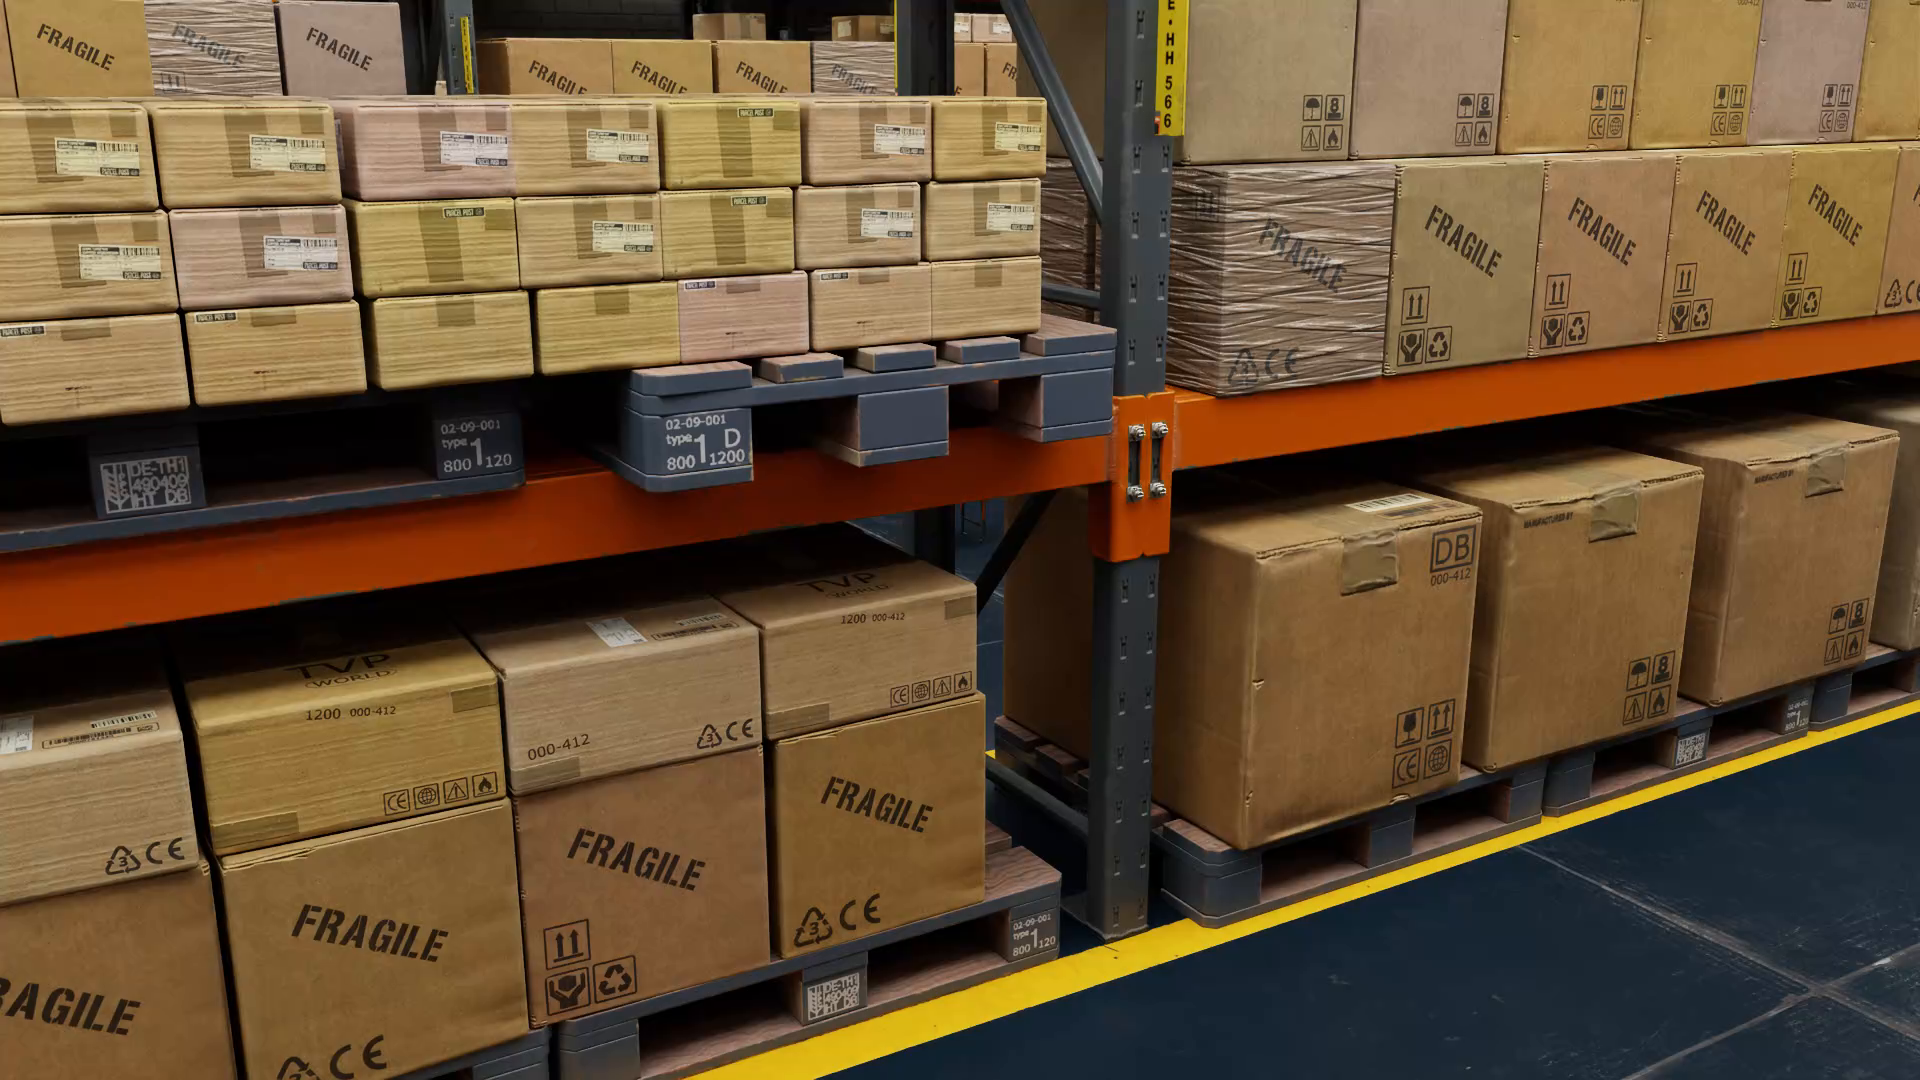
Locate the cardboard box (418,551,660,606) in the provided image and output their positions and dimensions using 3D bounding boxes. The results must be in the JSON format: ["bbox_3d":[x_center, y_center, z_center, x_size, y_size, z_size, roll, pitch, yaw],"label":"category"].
[{"bbox_3d":[-1.005,0.148,3.790,0.500,0.250,0.500,-9,18,-30],"label":"cardboard box"}]

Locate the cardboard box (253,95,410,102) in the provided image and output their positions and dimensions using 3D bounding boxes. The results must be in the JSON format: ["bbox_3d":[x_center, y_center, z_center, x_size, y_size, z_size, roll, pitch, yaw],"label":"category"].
[{"bbox_3d":[-1.250,-0.806,3.312,0.250,0.149,0.380,-8,18,-27],"label":"cardboard box"}]

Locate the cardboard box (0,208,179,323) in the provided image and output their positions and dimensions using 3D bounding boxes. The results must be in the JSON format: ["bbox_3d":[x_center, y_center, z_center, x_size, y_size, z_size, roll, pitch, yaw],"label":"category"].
[{"bbox_3d":[-1.369,-0.438,2.551,0.250,0.149,0.380,-10,18,-31],"label":"cardboard box"}]

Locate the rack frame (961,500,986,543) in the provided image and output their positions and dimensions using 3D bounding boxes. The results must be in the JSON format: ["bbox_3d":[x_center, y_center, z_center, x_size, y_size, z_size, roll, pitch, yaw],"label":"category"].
[{"bbox_3d":[0.059,-0.515,7.302,0.008,1.050,0.200,-9,18,-30],"label":"rack frame"}]

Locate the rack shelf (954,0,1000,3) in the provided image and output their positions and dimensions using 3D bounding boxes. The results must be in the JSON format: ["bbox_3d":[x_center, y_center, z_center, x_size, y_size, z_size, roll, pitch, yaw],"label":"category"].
[{"bbox_3d":[0.093,-4.814,14.802,4.000,0.370,1.077,-9,18,-30],"label":"rack shelf"}]

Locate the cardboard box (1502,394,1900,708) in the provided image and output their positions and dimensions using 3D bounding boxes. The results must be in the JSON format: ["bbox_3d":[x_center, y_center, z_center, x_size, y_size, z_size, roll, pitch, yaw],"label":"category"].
[{"bbox_3d":[2.260,-0.038,5.377,0.750,0.750,1.050,-9,18,-30],"label":"cardboard box"}]

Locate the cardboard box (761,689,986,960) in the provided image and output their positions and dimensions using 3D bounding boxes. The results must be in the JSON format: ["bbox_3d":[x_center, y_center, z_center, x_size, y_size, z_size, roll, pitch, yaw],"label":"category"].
[{"bbox_3d":[-0.284,0.550,3.743,0.500,0.500,0.500,-9,18,-30],"label":"cardboard box"}]

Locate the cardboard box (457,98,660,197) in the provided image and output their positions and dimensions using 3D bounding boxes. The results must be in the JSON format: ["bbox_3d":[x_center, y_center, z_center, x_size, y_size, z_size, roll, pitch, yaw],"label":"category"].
[{"bbox_3d":[-0.707,-0.688,2.892,0.250,0.149,0.380,-9,18,-28],"label":"cardboard box"}]

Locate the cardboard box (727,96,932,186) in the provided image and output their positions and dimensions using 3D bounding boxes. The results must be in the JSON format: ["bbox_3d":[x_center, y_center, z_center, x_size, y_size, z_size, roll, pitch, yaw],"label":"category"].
[{"bbox_3d":[-0.255,-0.762,3.157,0.250,0.149,0.380,-9,18,-30],"label":"cardboard box"}]

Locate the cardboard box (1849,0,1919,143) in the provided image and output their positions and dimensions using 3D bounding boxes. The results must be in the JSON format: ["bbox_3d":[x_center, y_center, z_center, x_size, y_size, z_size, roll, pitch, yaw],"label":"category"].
[{"bbox_3d":[2.712,-1.546,5.331,0.500,0.500,0.700,-10,18,-31],"label":"cardboard box"}]

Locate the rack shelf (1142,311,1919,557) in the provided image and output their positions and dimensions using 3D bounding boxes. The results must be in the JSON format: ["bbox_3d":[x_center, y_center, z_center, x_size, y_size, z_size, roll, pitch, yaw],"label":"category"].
[{"bbox_3d":[1.860,-0.535,5.093,4.000,0.370,1.077,-9,18,-30],"label":"rack shelf"}]

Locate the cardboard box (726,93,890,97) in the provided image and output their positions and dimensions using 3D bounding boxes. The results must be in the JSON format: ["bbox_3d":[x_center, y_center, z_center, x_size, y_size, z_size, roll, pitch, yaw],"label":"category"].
[{"bbox_3d":[-0.354,-0.951,3.830,0.250,0.149,0.380,-9,18,-30],"label":"cardboard box"}]

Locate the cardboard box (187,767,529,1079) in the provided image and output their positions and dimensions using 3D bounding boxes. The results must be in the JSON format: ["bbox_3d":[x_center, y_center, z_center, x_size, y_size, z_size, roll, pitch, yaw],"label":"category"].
[{"bbox_3d":[-1.176,0.699,3.213,0.500,0.500,0.500,-10,19,-32],"label":"cardboard box"}]

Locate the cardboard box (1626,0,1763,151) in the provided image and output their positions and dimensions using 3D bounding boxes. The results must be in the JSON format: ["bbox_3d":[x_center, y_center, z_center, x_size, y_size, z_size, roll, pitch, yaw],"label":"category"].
[{"bbox_3d":[1.845,-1.406,4.832,0.500,0.500,0.700,-9,18,-30],"label":"cardboard box"}]

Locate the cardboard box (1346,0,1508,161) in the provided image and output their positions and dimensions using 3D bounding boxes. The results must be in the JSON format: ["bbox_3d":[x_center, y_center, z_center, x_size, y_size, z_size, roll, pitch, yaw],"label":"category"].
[{"bbox_3d":[0.968,-1.263,4.322,0.500,0.500,0.700,-10,18,-31],"label":"cardboard box"}]

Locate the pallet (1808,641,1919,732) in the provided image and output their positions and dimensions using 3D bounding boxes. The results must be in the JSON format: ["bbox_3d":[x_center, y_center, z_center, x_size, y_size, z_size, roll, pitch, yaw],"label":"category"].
[{"bbox_3d":[2.952,0.308,5.919,1.213,0.211,1.003,-9,18,-30],"label":"pallet"}]

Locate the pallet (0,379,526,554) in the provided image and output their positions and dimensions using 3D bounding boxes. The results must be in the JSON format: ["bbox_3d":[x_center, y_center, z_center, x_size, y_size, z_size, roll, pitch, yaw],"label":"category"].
[{"bbox_3d":[-1.530,-0.226,3.015,1.213,0.211,1.003,-9,18,-30],"label":"pallet"}]

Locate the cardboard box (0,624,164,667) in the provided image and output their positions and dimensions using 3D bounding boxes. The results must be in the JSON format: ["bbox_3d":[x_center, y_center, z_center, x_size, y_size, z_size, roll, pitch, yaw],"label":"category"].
[{"bbox_3d":[-1.882,0.286,3.296,0.500,0.250,0.500,-10,19,-32],"label":"cardboard box"}]

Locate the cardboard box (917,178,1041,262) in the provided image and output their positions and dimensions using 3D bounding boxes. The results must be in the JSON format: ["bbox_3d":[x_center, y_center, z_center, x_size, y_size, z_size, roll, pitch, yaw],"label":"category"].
[{"bbox_3d":[-0.044,-0.654,3.320,0.250,0.149,0.380,-9,18,-29],"label":"cardboard box"}]

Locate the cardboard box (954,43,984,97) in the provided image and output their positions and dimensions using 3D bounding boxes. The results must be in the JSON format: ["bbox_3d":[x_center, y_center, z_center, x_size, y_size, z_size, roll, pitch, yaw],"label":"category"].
[{"bbox_3d":[-0.209,-2.427,8.997,0.500,0.500,0.500,-9,18,-28],"label":"cardboard box"}]

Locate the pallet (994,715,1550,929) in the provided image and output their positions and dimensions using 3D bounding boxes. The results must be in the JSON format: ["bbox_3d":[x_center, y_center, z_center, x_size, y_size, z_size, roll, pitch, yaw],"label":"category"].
[{"bbox_3d":[0.860,0.647,4.709,1.213,0.211,1.003,-9,18,-30],"label":"pallet"}]

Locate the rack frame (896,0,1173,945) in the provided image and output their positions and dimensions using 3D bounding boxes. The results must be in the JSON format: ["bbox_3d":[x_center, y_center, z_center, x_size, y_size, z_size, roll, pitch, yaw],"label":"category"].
[{"bbox_3d":[0.145,-0.603,4.004,0.127,3.000,1.000,-9,18,-30],"label":"rack frame"}]

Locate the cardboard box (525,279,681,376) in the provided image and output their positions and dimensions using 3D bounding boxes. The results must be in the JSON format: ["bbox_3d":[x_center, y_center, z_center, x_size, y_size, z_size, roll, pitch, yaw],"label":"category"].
[{"bbox_3d":[-0.690,-0.406,2.987,0.250,0.149,0.380,-9,18,-30],"label":"cardboard box"}]

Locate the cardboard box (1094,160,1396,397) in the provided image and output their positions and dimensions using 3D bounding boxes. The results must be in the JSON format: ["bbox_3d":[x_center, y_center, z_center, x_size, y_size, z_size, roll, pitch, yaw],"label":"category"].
[{"bbox_3d":[0.669,-0.651,3.990,0.500,0.500,0.500,-9,18,-29],"label":"cardboard box"}]

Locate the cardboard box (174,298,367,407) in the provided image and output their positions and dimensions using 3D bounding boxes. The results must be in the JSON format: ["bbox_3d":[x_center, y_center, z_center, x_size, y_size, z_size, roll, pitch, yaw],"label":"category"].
[{"bbox_3d":[-1.143,-0.332,2.726,0.250,0.149,0.380,-9,18,-28],"label":"cardboard box"}]

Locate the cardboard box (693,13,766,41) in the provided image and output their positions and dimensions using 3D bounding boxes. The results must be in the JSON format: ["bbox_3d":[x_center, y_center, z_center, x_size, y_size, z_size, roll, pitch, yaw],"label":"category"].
[{"bbox_3d":[-1.233,-2.733,8.886,0.250,0.149,0.380,-10,19,-32],"label":"cardboard box"}]

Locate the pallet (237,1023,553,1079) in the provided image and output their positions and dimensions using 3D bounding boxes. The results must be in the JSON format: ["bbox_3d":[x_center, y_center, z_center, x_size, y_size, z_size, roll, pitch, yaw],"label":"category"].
[{"bbox_3d":[-1.570,1.016,3.393,1.213,0.211,1.003,-9,18,-30],"label":"pallet"}]

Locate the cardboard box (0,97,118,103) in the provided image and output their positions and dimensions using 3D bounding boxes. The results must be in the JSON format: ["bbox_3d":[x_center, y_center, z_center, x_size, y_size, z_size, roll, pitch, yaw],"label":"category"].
[{"bbox_3d":[-1.692,-0.735,3.058,0.250,0.149,0.380,-10,18,-30],"label":"cardboard box"}]

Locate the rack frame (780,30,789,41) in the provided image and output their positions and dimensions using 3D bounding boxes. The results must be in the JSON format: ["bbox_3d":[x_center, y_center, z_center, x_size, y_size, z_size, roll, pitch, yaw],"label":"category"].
[{"bbox_3d":[-1.621,-3.438,14.118,0.127,3.000,1.000,-9,18,-30],"label":"rack frame"}]

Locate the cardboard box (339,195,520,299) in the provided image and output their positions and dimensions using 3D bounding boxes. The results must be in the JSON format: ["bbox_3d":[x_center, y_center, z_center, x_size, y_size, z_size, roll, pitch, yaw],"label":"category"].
[{"bbox_3d":[-0.925,-0.510,2.809,0.250,0.149,0.380,-9,18,-30],"label":"cardboard box"}]

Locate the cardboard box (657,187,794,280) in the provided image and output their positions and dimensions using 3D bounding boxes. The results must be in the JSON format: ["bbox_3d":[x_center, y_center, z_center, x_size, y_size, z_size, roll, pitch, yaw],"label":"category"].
[{"bbox_3d":[-0.496,-0.579,3.054,0.250,0.149,0.380,-9,18,-28],"label":"cardboard box"}]

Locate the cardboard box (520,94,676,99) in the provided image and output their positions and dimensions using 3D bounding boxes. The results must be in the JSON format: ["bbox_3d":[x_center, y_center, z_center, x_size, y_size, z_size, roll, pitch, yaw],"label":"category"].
[{"bbox_3d":[-0.792,-0.880,3.578,0.250,0.149,0.380,-9,18,-30],"label":"cardboard box"}]

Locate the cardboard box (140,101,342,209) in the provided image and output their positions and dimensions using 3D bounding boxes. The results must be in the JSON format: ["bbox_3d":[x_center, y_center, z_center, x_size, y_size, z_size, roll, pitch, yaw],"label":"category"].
[{"bbox_3d":[-1.148,-0.617,2.640,0.250,0.149,0.380,-8,18,-27],"label":"cardboard box"}]

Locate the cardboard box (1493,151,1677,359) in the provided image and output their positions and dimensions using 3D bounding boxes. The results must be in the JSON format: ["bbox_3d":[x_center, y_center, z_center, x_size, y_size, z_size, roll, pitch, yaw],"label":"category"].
[{"bbox_3d":[1.536,-0.793,4.495,0.500,0.500,0.500,-9,18,-30],"label":"cardboard box"}]

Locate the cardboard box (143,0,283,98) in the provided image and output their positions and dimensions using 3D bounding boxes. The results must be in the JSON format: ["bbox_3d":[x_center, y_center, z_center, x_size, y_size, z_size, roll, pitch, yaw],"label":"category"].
[{"bbox_3d":[-3.235,-2.058,7.158,0.500,0.500,0.500,-9,18,-29],"label":"cardboard box"}]

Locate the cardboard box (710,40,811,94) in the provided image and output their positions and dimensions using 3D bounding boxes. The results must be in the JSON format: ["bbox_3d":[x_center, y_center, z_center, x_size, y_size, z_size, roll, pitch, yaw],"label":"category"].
[{"bbox_3d":[-1.091,-2.286,8.495,0.500,0.500,0.500,-9,18,-29],"label":"cardboard box"}]

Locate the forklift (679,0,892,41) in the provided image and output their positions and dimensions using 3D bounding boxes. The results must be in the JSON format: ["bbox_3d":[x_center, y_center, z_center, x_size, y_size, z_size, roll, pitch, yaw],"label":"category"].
[{"bbox_3d":[-1.117,-2.735,11.735,3.031,2.935,1.130,-9,18,-30],"label":"forklift"}]

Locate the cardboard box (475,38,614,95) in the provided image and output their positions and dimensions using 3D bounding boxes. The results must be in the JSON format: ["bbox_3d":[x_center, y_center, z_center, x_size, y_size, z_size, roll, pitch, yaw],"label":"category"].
[{"bbox_3d":[-1.986,-2.137,7.961,0.500,0.500,0.500,-10,18,-31],"label":"cardboard box"}]

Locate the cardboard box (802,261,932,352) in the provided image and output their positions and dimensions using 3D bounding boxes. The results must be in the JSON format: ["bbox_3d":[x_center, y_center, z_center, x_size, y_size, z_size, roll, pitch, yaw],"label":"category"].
[{"bbox_3d":[-0.254,-0.475,3.236,0.250,0.149,0.380,-9,18,-30],"label":"cardboard box"}]

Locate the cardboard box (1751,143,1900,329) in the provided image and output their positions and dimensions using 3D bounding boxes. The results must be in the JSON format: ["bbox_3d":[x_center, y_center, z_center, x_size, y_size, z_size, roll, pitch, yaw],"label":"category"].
[{"bbox_3d":[2.398,-0.932,4.994,0.500,0.500,0.500,-9,18,-29],"label":"cardboard box"}]

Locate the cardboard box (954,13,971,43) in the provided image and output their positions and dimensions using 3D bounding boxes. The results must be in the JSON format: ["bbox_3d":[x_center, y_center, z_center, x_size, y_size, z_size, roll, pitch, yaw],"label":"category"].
[{"bbox_3d":[-0.148,-2.738,8.902,0.250,0.149,0.380,-10,19,-32],"label":"cardboard box"}]

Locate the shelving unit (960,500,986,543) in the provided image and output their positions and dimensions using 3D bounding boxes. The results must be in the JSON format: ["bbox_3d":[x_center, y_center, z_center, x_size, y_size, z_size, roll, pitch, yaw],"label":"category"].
[{"bbox_3d":[-0.046,-0.498,7.242,0.252,1.050,0.215,-9,18,-30],"label":"shelving unit"}]

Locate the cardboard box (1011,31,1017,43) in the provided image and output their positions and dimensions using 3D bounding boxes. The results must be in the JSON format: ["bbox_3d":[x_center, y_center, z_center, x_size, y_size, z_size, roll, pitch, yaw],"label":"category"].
[{"bbox_3d":[0.353,-3.013,9.884,0.250,0.149,0.380,-9,18,-30],"label":"cardboard box"}]

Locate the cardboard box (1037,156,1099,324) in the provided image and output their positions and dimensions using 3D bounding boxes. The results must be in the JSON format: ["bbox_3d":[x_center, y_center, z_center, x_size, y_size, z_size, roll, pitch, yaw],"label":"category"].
[{"bbox_3d":[0.393,-0.776,4.436,0.500,0.500,0.500,-9,18,-30],"label":"cardboard box"}]

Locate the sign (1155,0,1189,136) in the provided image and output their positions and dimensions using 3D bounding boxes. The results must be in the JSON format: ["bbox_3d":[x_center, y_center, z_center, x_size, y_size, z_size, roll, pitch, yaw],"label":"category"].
[{"bbox_3d":[0.433,-0.998,3.415,0.005,0.325,0.100,-9,18,-30],"label":"sign"}]

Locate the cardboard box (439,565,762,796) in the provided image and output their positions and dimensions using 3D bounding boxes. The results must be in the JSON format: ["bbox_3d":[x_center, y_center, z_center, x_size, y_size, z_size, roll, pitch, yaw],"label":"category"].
[{"bbox_3d":[-0.733,0.266,3.369,0.500,0.250,0.500,-9,18,-29],"label":"cardboard box"}]

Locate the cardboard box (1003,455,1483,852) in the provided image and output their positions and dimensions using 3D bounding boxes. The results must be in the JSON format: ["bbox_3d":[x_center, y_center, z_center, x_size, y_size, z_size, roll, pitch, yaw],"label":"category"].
[{"bbox_3d":[0.714,0.214,4.479,0.750,0.750,1.050,-9,18,-30],"label":"cardboard box"}]

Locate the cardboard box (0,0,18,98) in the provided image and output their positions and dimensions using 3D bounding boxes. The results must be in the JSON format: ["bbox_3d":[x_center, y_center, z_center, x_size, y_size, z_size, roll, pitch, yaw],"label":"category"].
[{"bbox_3d":[-4.101,-1.922,6.672,0.500,0.500,0.500,-10,18,-31],"label":"cardboard box"}]

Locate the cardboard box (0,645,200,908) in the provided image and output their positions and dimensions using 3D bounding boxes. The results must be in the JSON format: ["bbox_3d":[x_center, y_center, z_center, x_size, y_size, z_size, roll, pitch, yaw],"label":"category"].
[{"bbox_3d":[-1.619,0.407,2.864,0.500,0.250,0.500,-8,18,-28],"label":"cardboard box"}]
